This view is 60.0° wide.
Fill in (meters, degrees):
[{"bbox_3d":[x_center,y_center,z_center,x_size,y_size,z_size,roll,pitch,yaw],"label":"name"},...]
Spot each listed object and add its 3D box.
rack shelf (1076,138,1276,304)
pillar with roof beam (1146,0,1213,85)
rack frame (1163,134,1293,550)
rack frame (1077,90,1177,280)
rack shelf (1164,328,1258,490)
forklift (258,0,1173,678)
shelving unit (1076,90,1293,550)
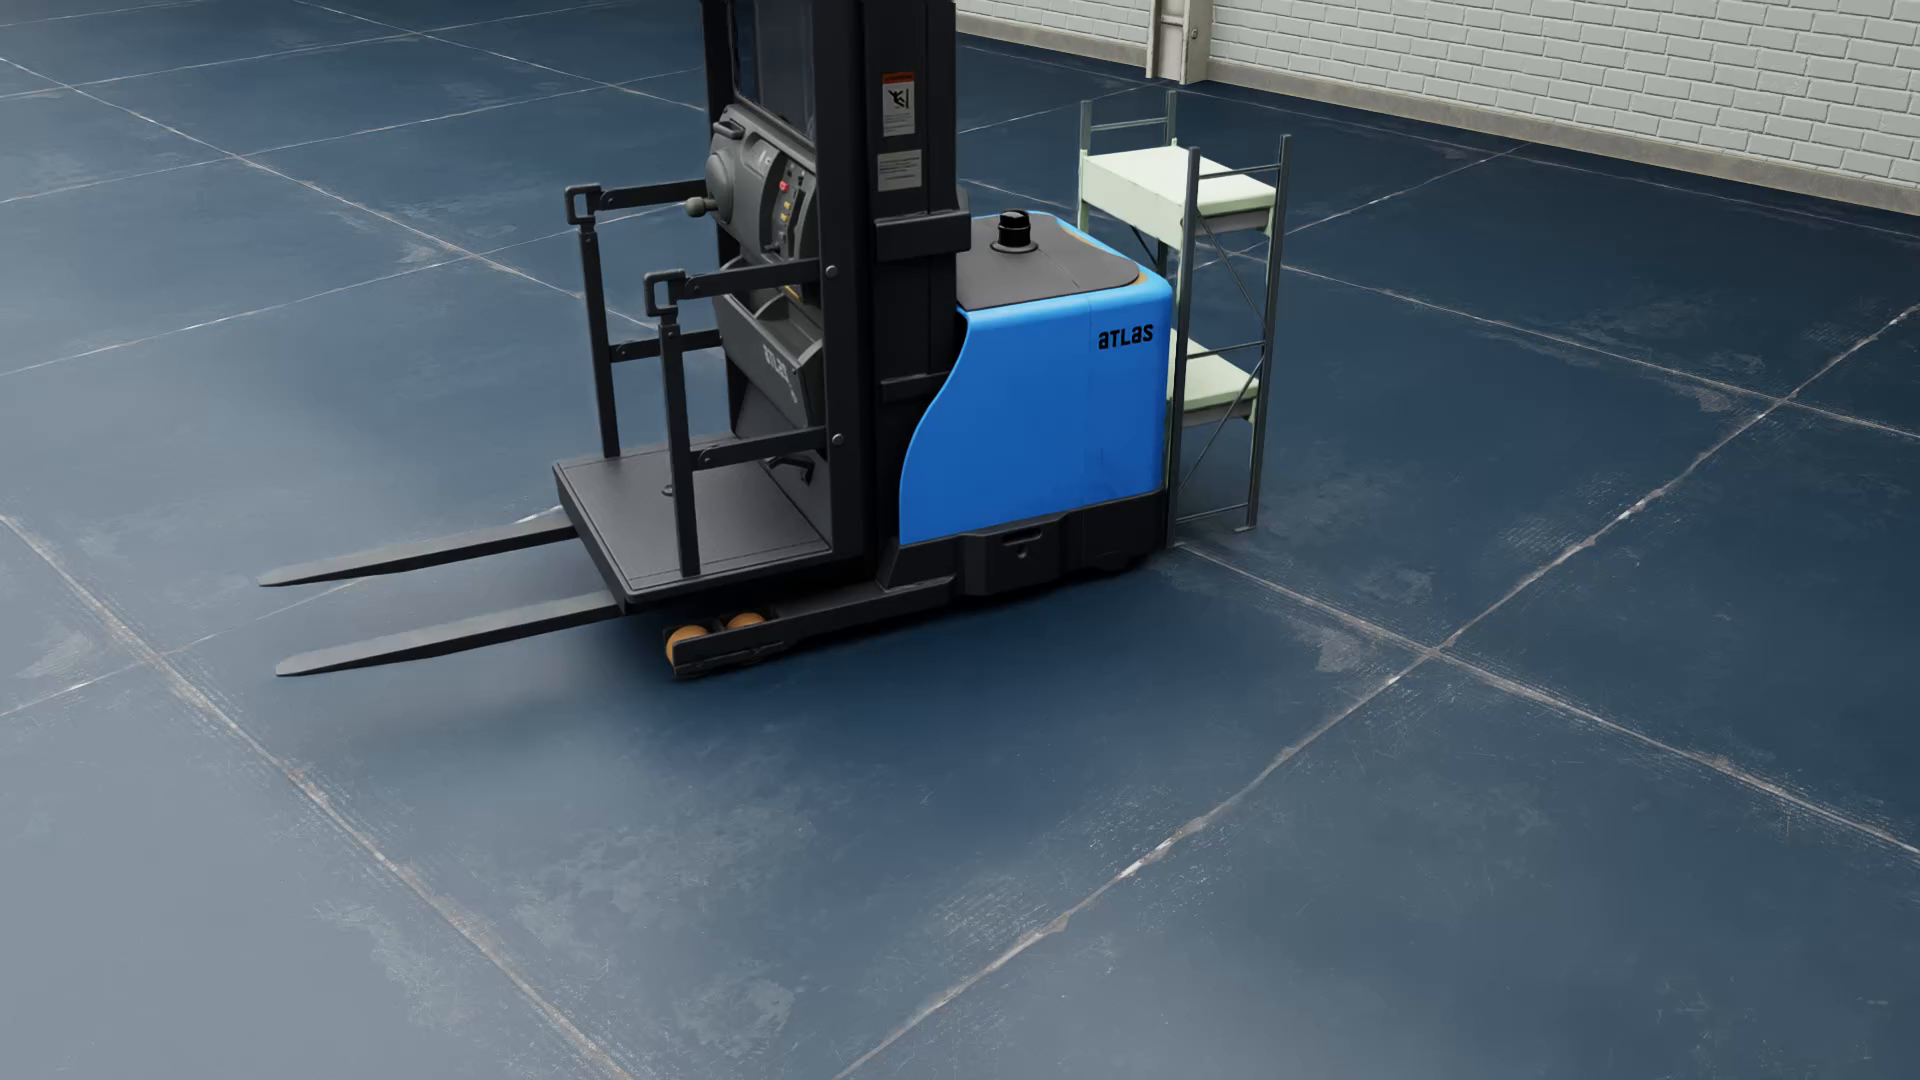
[{"bbox_3d":[0.785,-1.170,6.026,0.431,0.370,0.720,-12,30,-22],"label":"rack shelf"},{"bbox_3d":[-1.290,-6.237,8.443,0.400,9.000,9.100,25,36,38],"label":"pillar with roof beam"},{"bbox_3d":[0.942,-0.671,5.915,0.400,1.500,0.023,-12,30,-22],"label":"rack frame"},{"bbox_3d":[0.627,-0.979,6.500,0.400,1.500,0.023,-12,30,-22],"label":"rack frame"},{"bbox_3d":[0.785,-0.536,6.359,0.431,0.370,0.720,-12,30,-22],"label":"rack shelf"},{"bbox_3d":[-0.822,-1.130,5.250,3.031,2.935,1.130,-12,30,-22],"label":"forklift"},{"bbox_3d":[0.785,-0.825,6.207,0.431,1.500,0.755,-12,30,-22],"label":"shelving unit"}]
